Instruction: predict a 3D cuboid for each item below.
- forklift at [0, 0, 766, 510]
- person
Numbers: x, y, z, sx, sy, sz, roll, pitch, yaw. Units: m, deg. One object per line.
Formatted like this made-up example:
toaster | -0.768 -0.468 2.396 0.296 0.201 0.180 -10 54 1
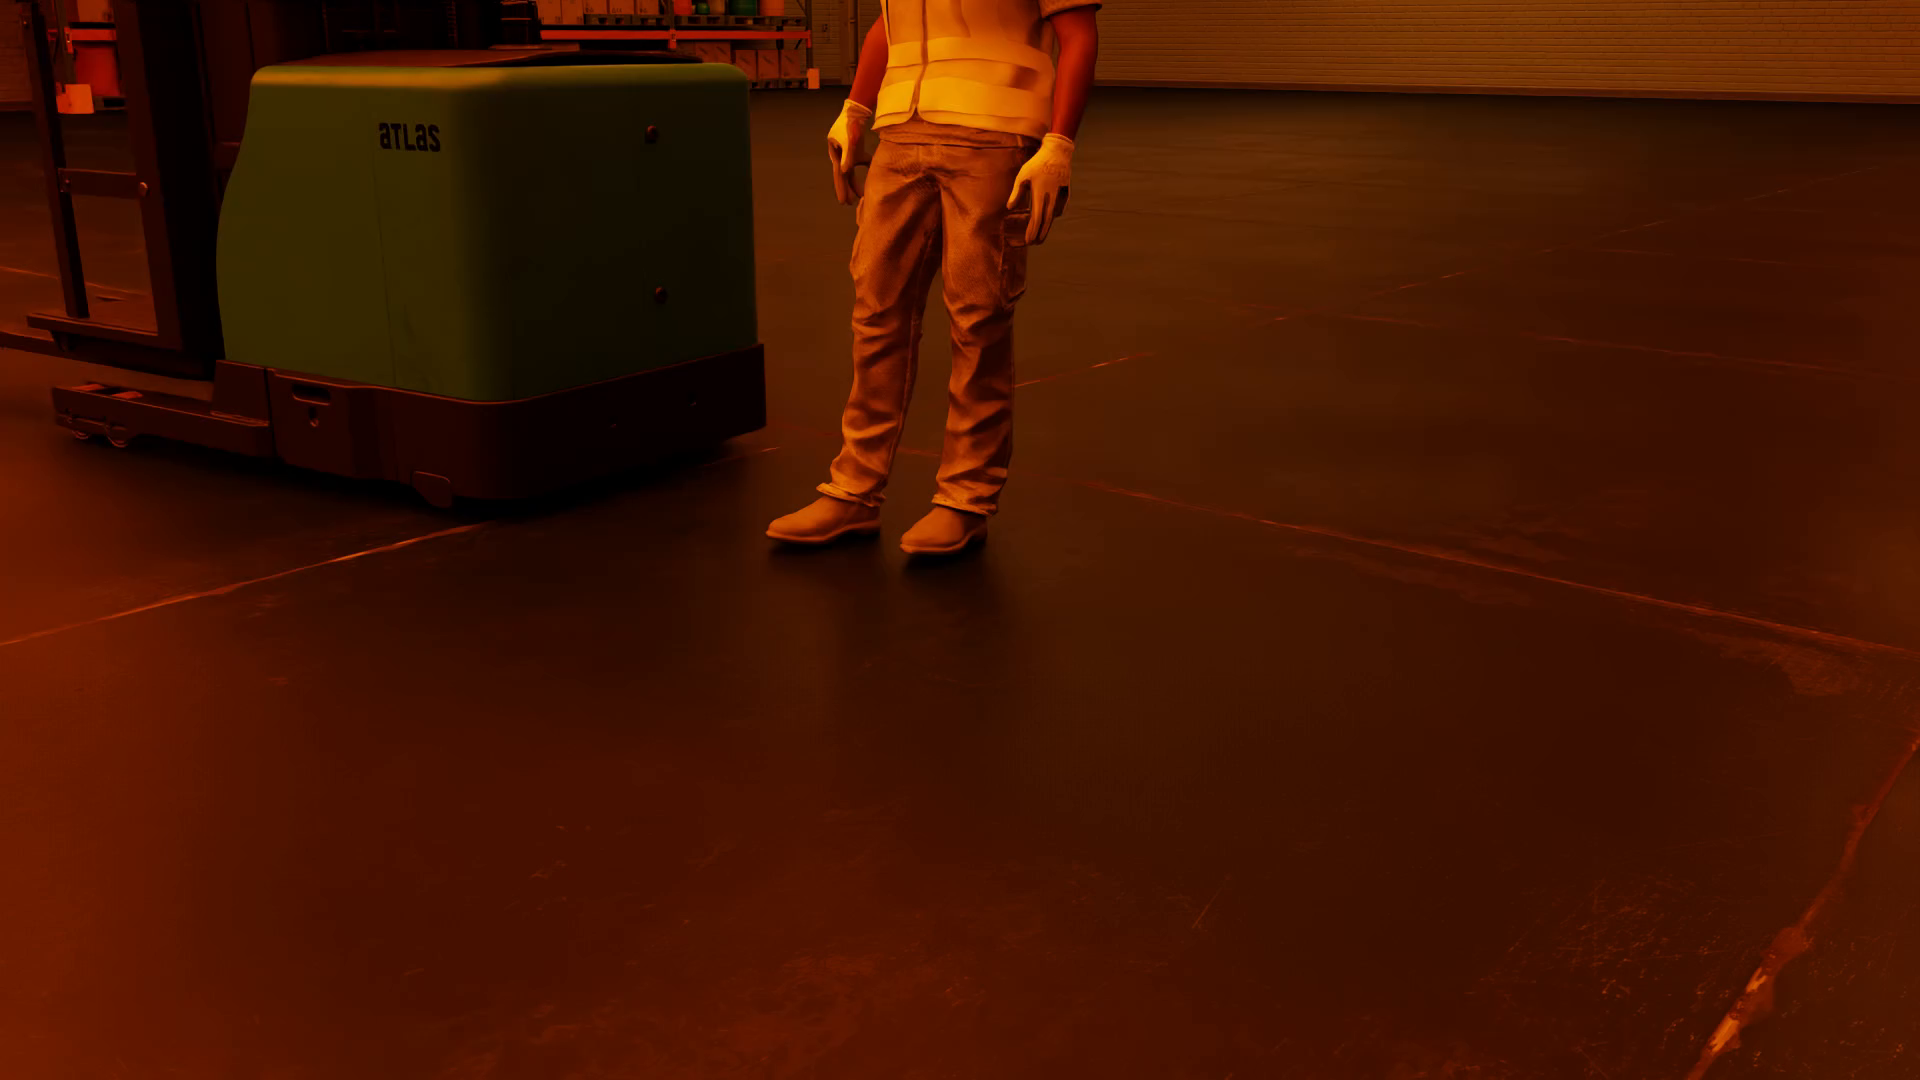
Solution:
forklift | -2.071 -1.784 4.772 3.031 2.935 1.130 11 20 31
person | -0.052 -0.843 3.634 0.656 1.777 0.577 13 21 37
